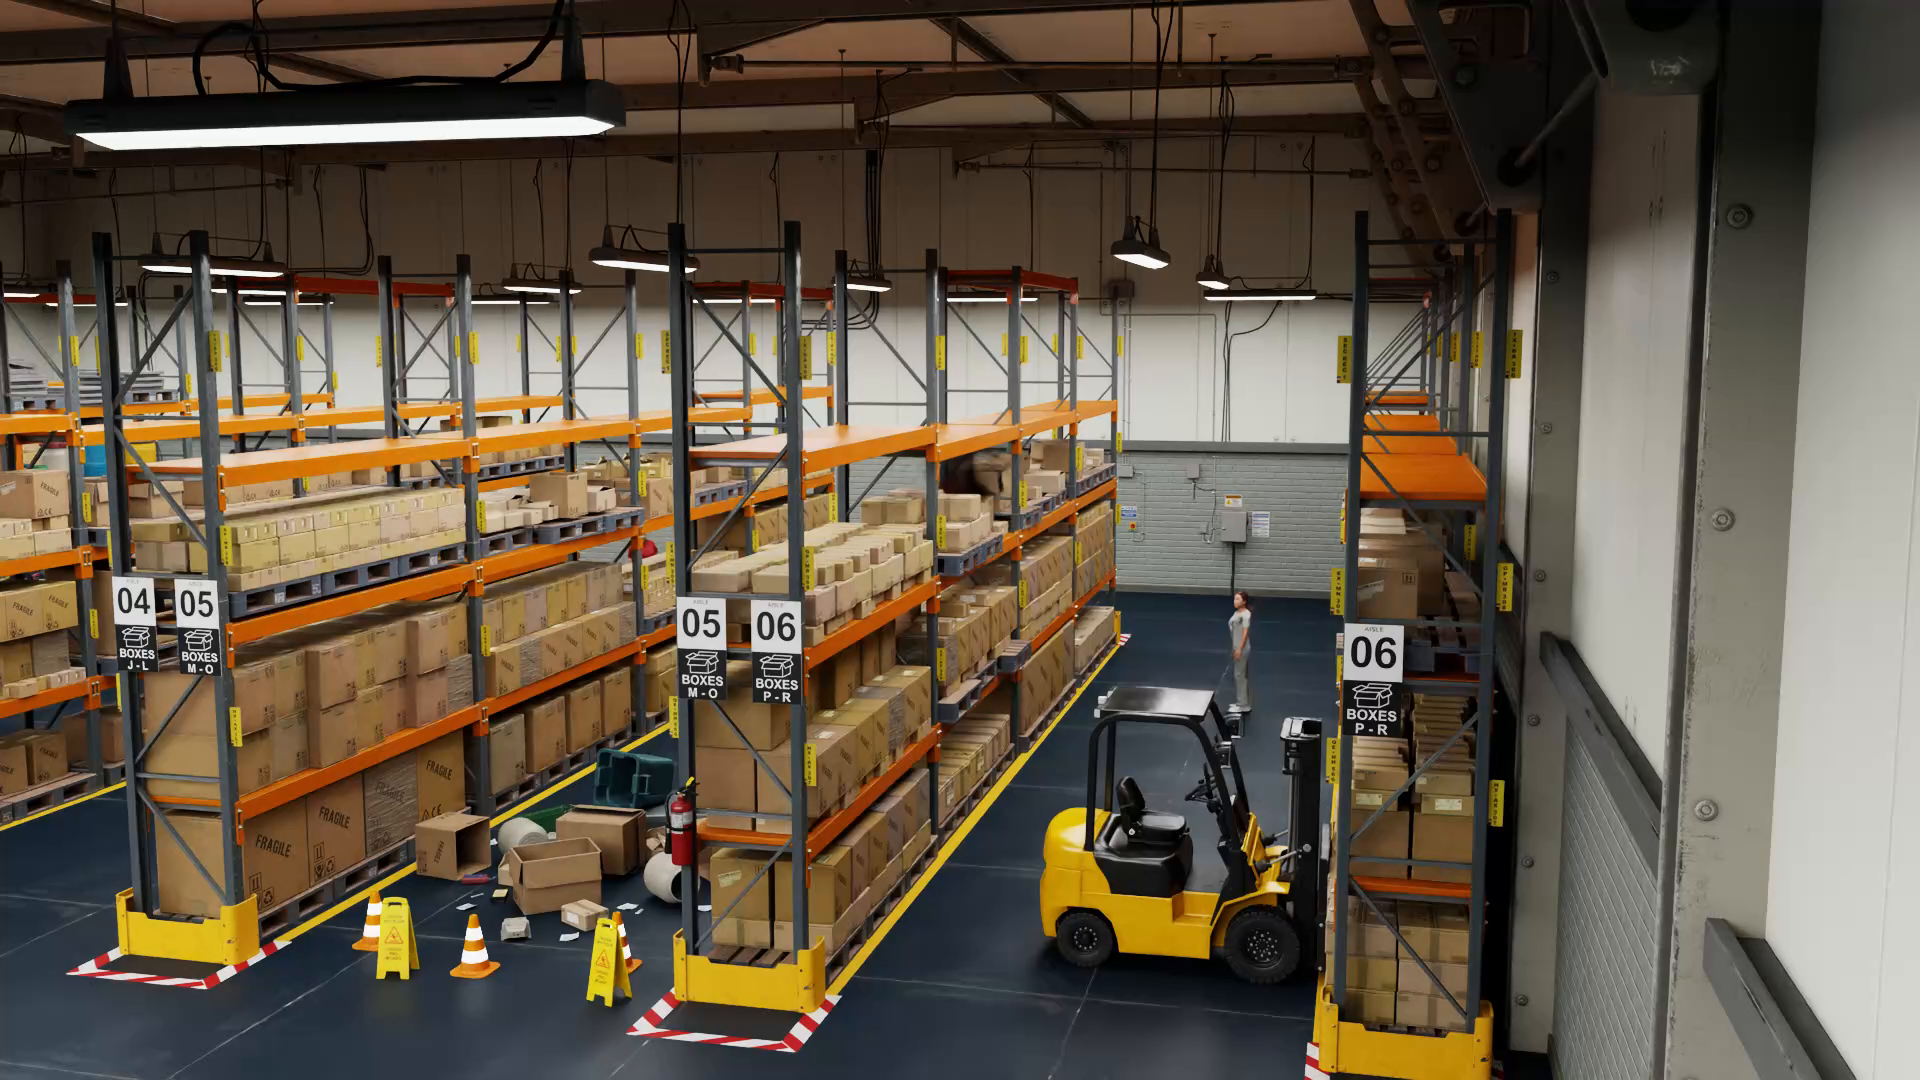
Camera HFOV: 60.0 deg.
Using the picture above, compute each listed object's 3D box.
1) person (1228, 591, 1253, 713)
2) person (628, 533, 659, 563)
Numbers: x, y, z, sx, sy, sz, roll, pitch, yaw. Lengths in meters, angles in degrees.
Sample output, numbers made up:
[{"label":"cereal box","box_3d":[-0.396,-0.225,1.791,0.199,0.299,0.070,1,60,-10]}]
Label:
[{"label":"person","box_3d":[3.875,1.534,22.991,0.334,1.670,0.479,1,7,6]},{"label":"person","box_3d":[-5.726,0.643,30.609,0.744,1.719,0.604,-6,9,-39]}]
